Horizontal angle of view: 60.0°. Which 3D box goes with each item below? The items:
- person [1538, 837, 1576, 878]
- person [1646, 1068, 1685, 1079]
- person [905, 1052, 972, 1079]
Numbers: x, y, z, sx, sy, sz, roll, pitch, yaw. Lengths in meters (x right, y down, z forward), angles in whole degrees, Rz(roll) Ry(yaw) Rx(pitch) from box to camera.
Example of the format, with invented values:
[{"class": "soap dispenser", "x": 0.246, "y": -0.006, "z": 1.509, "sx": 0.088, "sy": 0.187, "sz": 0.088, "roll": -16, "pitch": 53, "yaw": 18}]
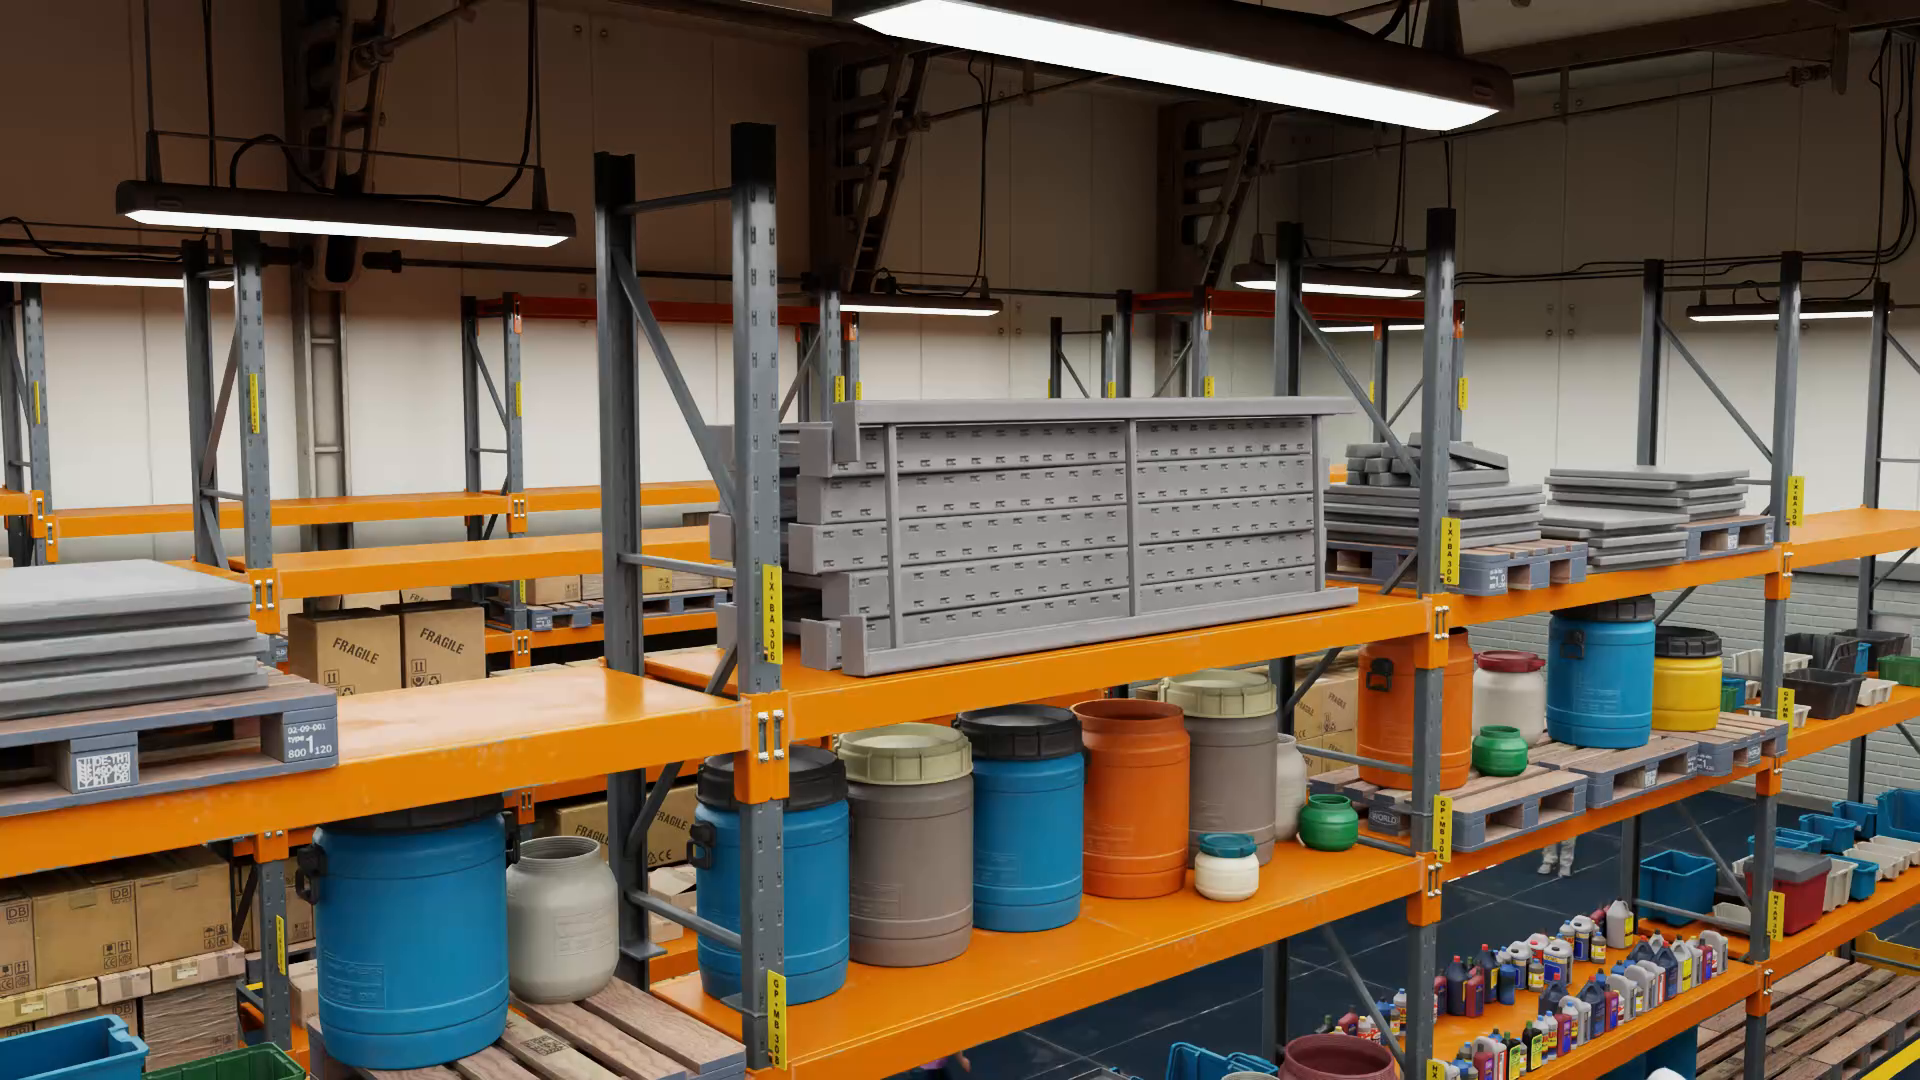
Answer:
[{"class": "person", "x": 6.308, "y": 2.698, "z": 17.446, "sx": 0.457, "sy": 1.673, "sz": 0.513, "roll": -5, "pitch": 8, "yaw": -44}, {"class": "person", "x": 3.495, "y": 3.496, "z": 8.305, "sx": 0.420, "sy": 1.802, "sz": 0.650, "roll": 2, "pitch": 6, "yaw": 24}, {"class": "person", "x": -0.185, "y": 3.378, "z": 10.714, "sx": 0.581, "sy": 1.643, "sz": 0.410, "roll": 0, "pitch": 5, "yaw": -2}]
